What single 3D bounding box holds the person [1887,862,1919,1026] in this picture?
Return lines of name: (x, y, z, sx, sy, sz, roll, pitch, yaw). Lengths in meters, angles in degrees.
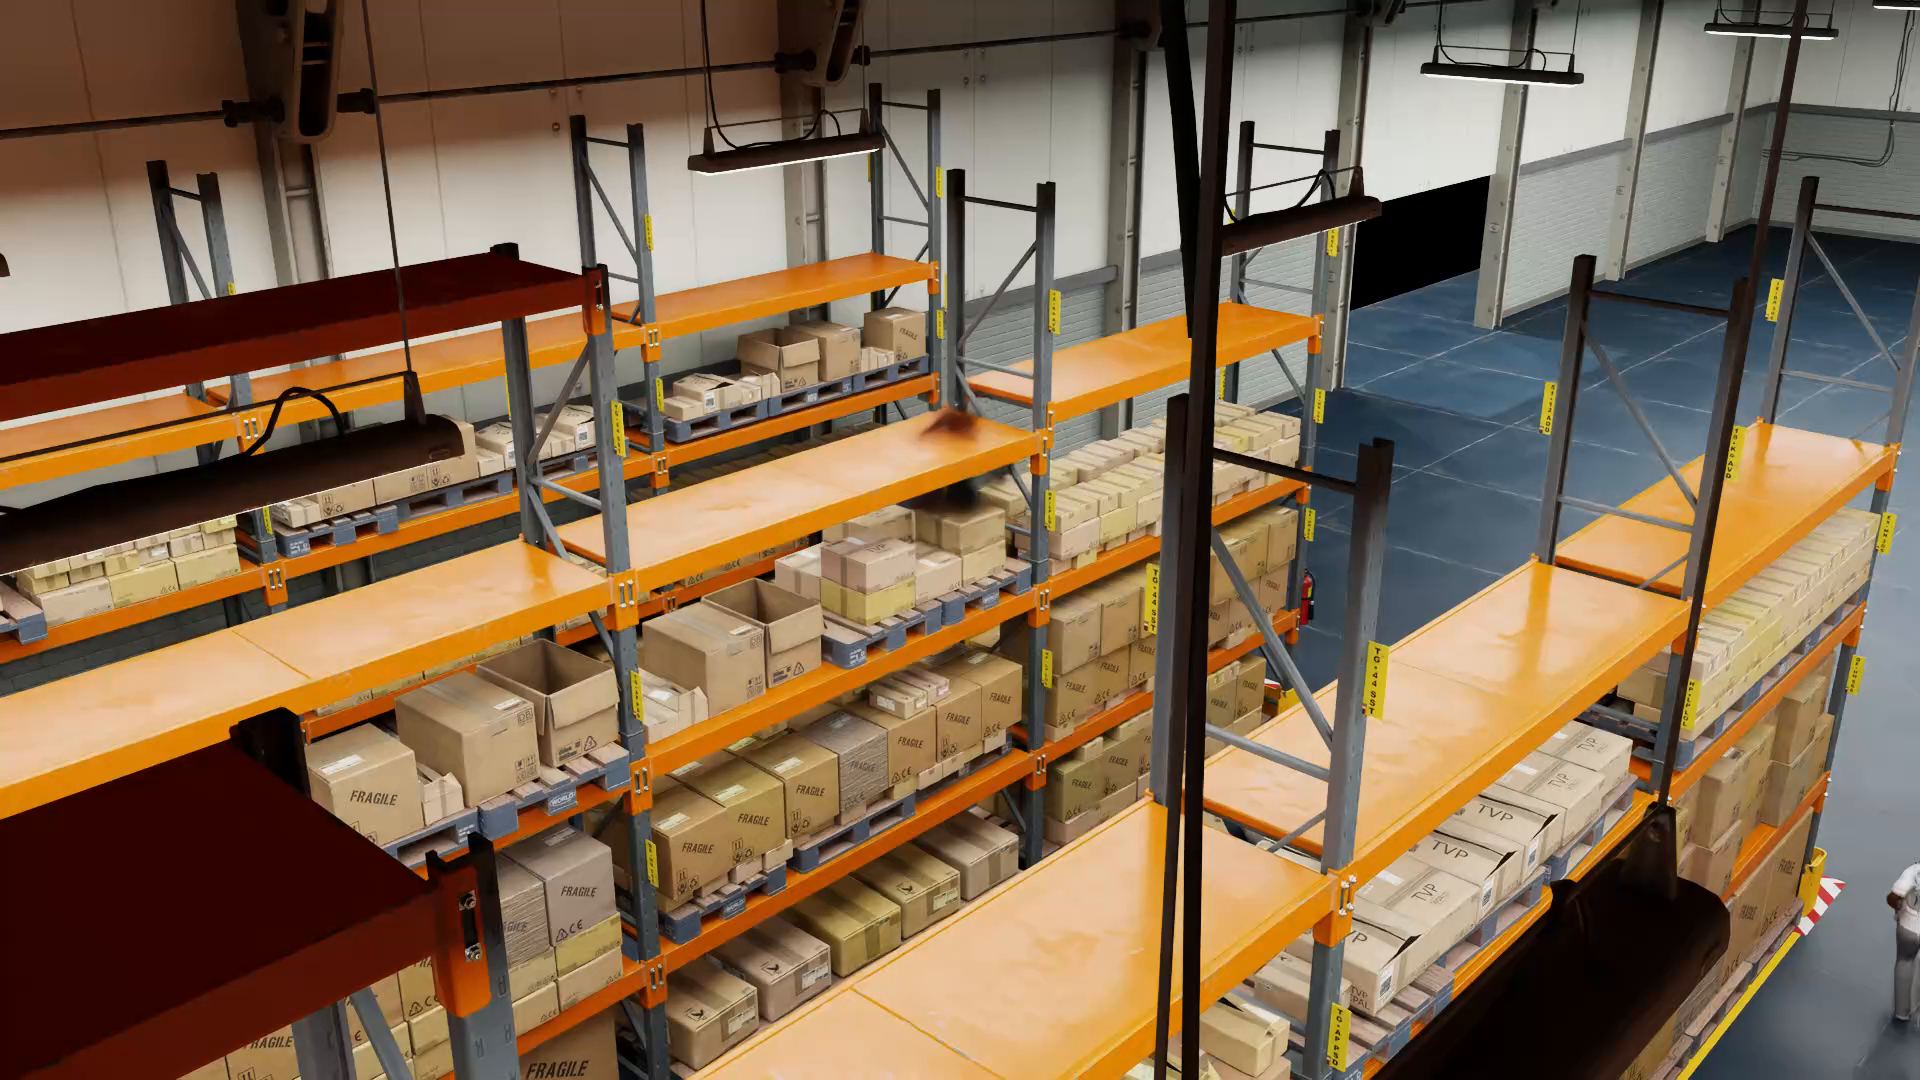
person: (7.135, 2.895, 12.293, 0.586, 1.665, 0.617, 10, 24, 25)
